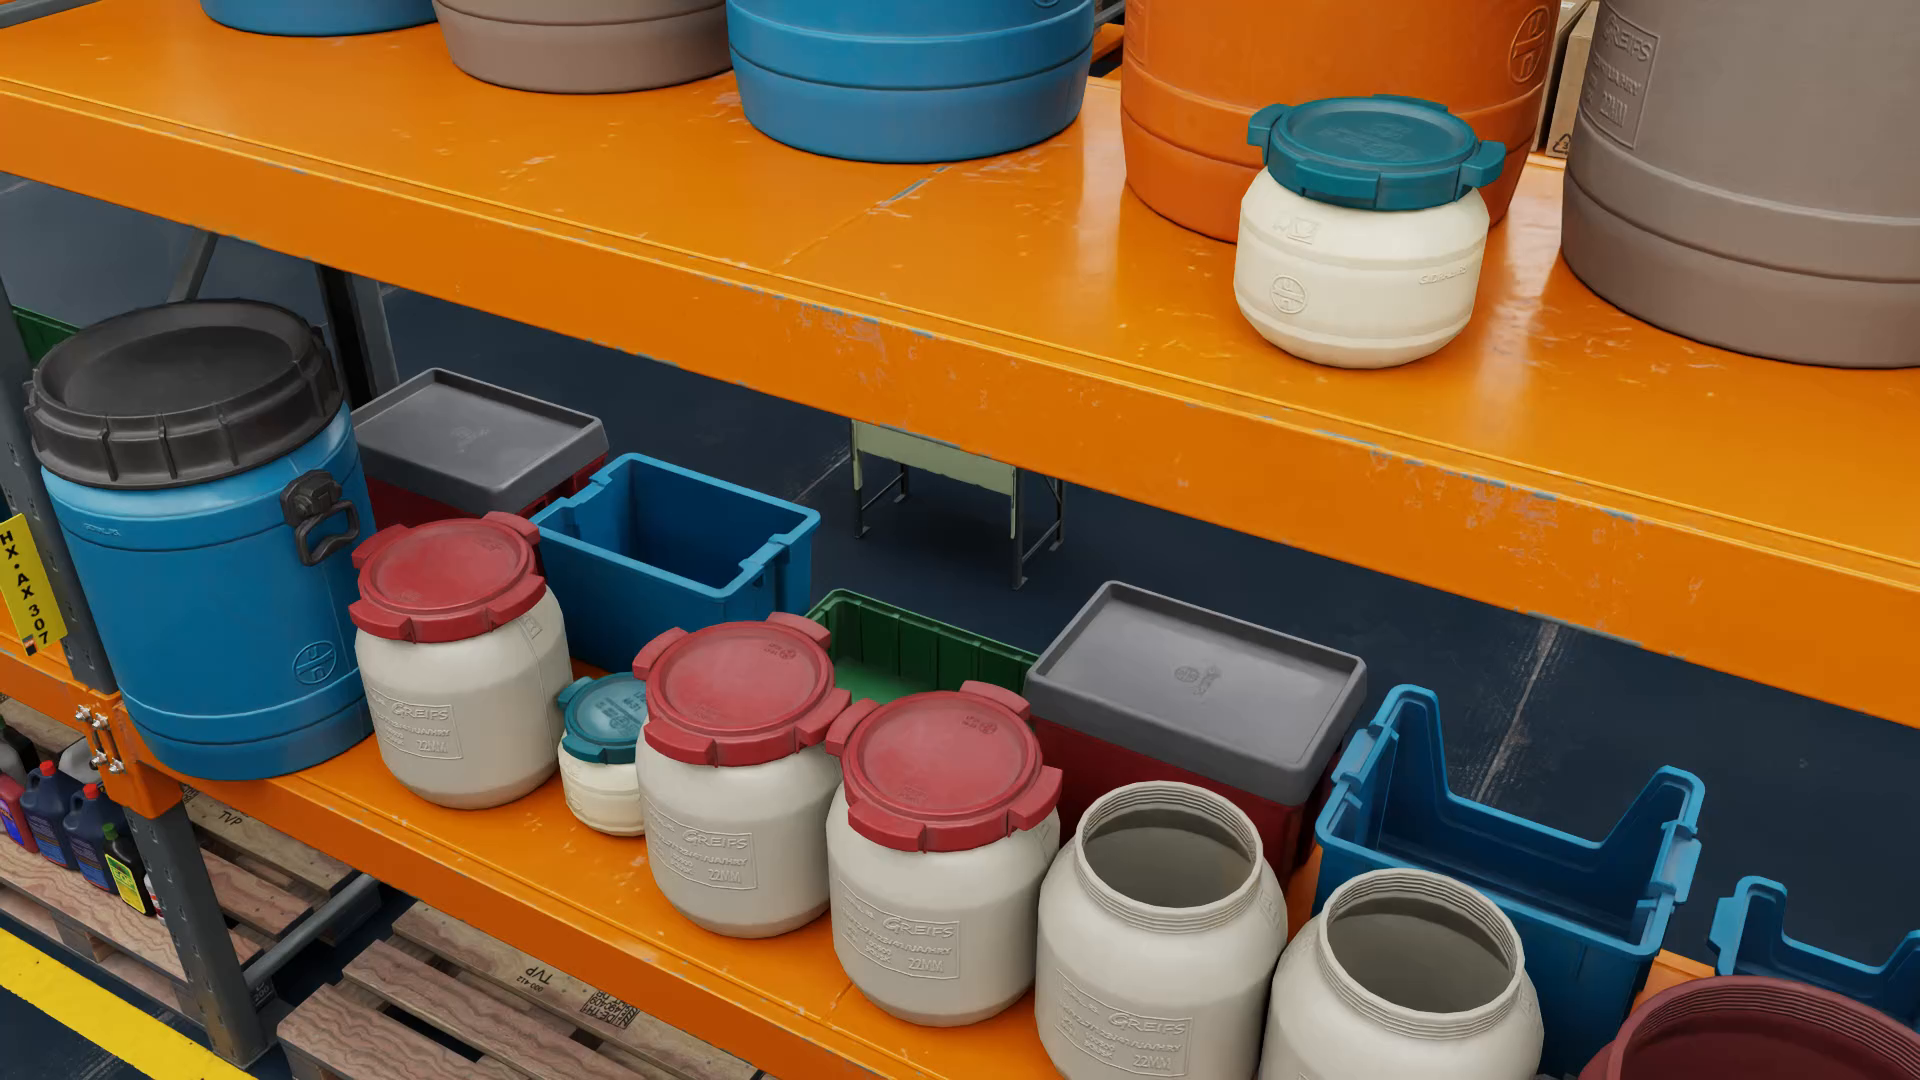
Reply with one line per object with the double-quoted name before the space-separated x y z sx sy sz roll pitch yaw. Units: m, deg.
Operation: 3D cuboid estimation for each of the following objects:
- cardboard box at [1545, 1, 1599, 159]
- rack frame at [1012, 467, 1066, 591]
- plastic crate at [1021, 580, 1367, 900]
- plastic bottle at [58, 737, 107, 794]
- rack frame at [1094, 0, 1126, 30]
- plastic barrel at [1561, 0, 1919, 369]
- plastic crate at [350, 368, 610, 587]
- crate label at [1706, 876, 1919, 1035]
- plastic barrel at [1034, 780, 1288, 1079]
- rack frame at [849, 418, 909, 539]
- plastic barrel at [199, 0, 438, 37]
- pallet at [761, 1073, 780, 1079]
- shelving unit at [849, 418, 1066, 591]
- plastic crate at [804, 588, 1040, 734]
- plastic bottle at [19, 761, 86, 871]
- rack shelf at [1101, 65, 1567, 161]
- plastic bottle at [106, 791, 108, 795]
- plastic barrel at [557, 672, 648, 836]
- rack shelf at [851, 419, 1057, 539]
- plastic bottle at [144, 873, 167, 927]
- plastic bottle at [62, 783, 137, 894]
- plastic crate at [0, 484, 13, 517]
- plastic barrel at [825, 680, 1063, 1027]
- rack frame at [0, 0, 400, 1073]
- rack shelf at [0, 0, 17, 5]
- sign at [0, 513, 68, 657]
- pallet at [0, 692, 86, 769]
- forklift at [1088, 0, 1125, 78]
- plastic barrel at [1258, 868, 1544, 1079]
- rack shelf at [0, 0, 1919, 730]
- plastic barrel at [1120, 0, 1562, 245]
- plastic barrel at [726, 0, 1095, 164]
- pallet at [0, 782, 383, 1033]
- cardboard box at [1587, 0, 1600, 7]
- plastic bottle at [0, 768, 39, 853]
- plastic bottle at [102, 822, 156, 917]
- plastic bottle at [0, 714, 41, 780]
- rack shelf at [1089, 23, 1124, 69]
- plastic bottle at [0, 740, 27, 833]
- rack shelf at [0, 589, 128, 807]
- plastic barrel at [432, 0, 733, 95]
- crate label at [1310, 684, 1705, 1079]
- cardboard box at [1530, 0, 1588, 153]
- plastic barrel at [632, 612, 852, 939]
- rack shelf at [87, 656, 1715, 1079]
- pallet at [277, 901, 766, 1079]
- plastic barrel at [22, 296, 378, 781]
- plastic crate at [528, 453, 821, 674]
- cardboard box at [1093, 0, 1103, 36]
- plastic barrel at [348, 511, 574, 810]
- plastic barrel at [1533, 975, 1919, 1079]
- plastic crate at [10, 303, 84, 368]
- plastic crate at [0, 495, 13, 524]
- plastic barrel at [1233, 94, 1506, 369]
"cardboard box" 2.704 -1.823 6.692 0.500 0.500 0.500 16 37 22
"rack frame" 0.312 -0.525 6.186 0.023 1.500 0.400 18 37 24
"plastic crate" 0.457 0.436 3.331 0.583 0.464 0.402 18 37 24
"plastic bottle" -2.582 0.736 4.999 0.135 0.276 0.152 18 37 24
"rack frame" 0.696 -2.428 7.690 0.127 3.000 1.000 18 37 24
"plastic barrel" 1.103 -0.733 1.986 0.600 0.901 0.600 0 34 0
"plastic crate" -1.193 -0.086 4.115 0.583 0.464 0.402 18 37 24
"crate label" 1.528 0.828 2.951 0.416 0.233 0.303 18 37 24
"plastic barrel" 0.343 0.712 2.874 0.421 0.512 0.421 0 34 0
"rack frame" -0.324 -0.727 6.488 0.023 1.500 0.400 18 37 24
"plastic barrel" -1.216 -1.467 3.089 0.708 0.901 0.600 18 37 24
"pallet" 0.000 1.647 4.086 1.213 0.211 1.003 18 37 24
"shelving unit" -0.006 -0.626 6.337 0.755 1.500 0.431 18 37 24
"plastic crate" -0.113 0.386 3.656 0.662 0.188 0.450 18 37 24
"plastic bottle" -2.634 0.783 4.861 0.185 0.351 0.144 16 37 22
"rack shelf" 2.433 -1.579 7.063 4.000 0.370 1.077 18 37 24
"plastic bottle" -2.396 0.766 4.886 0.185 0.351 0.144 18 37 24
"plastic barrel" -0.692 0.450 3.493 0.301 0.262 0.301 0 34 0
"rack shelf" -0.006 -0.355 6.518 0.720 0.370 0.431 18 37 24
"plastic bottle" -2.234 0.986 4.690 0.097 0.201 0.097 0 34 0
"plastic bottle" -2.467 0.836 4.782 0.185 0.351 0.144 17 37 23
"plastic crate" -2.156 -0.225 4.437 0.504 0.338 0.767 18 37 24
"plastic barrel" -0.030 0.587 3.039 0.433 0.535 0.433 0 34 0
"rack frame" -1.765 -0.046 4.112 0.127 3.000 1.000 18 37 24
"rack shelf" -3.501 -1.545 4.306 4.000 0.370 1.077 18 37 24
"sign" -2.047 0.101 3.642 0.005 0.325 0.100 18 37 24
"pallet" -3.391 0.575 5.695 1.213 0.211 1.003 18 37 24
"forklift" 1.041 -3.905 9.969 3.031 2.935 1.130 15 37 22
"plastic barrel" 0.709 0.828 2.700 0.421 0.512 0.421 0 34 0
"rack shelf" -0.028 -0.445 2.654 4.000 0.370 1.077 18 37 24
"plastic barrel" 0.535 -0.883 2.276 0.708 0.830 0.600 18 37 24
"plastic barrel" -0.080 -1.108 2.548 0.708 0.901 0.600 18 37 24
"pallet" -2.327 0.910 5.192 1.213 0.211 1.003 18 37 24
"cardboard box" 4.272 -3.643 11.373 0.500 0.500 0.700 17 37 23
"plastic bottle" -2.796 0.786 4.917 0.133 0.283 0.061 20 39 27
"plastic bottle" -2.346 0.928 4.703 0.133 0.283 0.061 20 38 27
"plastic bottle" -2.886 0.666 5.098 0.133 0.283 0.061 18 37 24
"rack shelf" -1.040 -2.679 8.715 4.000 0.370 1.077 18 37 24
"plastic bottle" -2.914 0.694 4.995 0.185 0.351 0.144 17 37 24
"rack shelf" -3.501 -0.296 5.137 4.000 0.370 1.077 18 37 24
"plastic barrel" -0.648 -1.287 2.818 0.600 0.901 0.600 0 34 0
"crate label" 0.980 0.636 3.056 0.616 0.435 0.502 18 37 24
"cardboard box" 2.247 -1.968 6.909 0.500 0.500 0.500 18 38 24
"plastic barrel" -0.406 0.468 3.218 0.433 0.535 0.433 0 34 0
"rack shelf" -0.028 0.804 3.485 4.000 0.370 1.077 18 37 24
"pallet" -1.064 1.312 4.589 1.213 0.211 1.003 18 37 24
"plastic barrel" -1.580 -0.002 3.595 0.708 0.901 0.600 18 37 24
"plastic crate" -0.653 0.115 3.886 0.575 0.384 0.392 18 37 24
"cardboard box" 0.308 -2.589 7.841 0.500 0.500 0.700 17 37 23
"plastic barrel" -1.043 0.267 3.521 0.433 0.535 0.433 0 34 0
"plastic barrel" 1.155 1.016 2.395 0.708 0.536 0.600 18 37 24
"plastic crate" -2.803 -0.466 4.935 0.662 0.188 0.450 18 37 24
"plastic crate" -2.860 -0.157 4.414 0.616 0.251 0.499 18 37 24
"plastic barrel" 0.488 -0.374 2.024 0.301 0.262 0.301 0 34 0
